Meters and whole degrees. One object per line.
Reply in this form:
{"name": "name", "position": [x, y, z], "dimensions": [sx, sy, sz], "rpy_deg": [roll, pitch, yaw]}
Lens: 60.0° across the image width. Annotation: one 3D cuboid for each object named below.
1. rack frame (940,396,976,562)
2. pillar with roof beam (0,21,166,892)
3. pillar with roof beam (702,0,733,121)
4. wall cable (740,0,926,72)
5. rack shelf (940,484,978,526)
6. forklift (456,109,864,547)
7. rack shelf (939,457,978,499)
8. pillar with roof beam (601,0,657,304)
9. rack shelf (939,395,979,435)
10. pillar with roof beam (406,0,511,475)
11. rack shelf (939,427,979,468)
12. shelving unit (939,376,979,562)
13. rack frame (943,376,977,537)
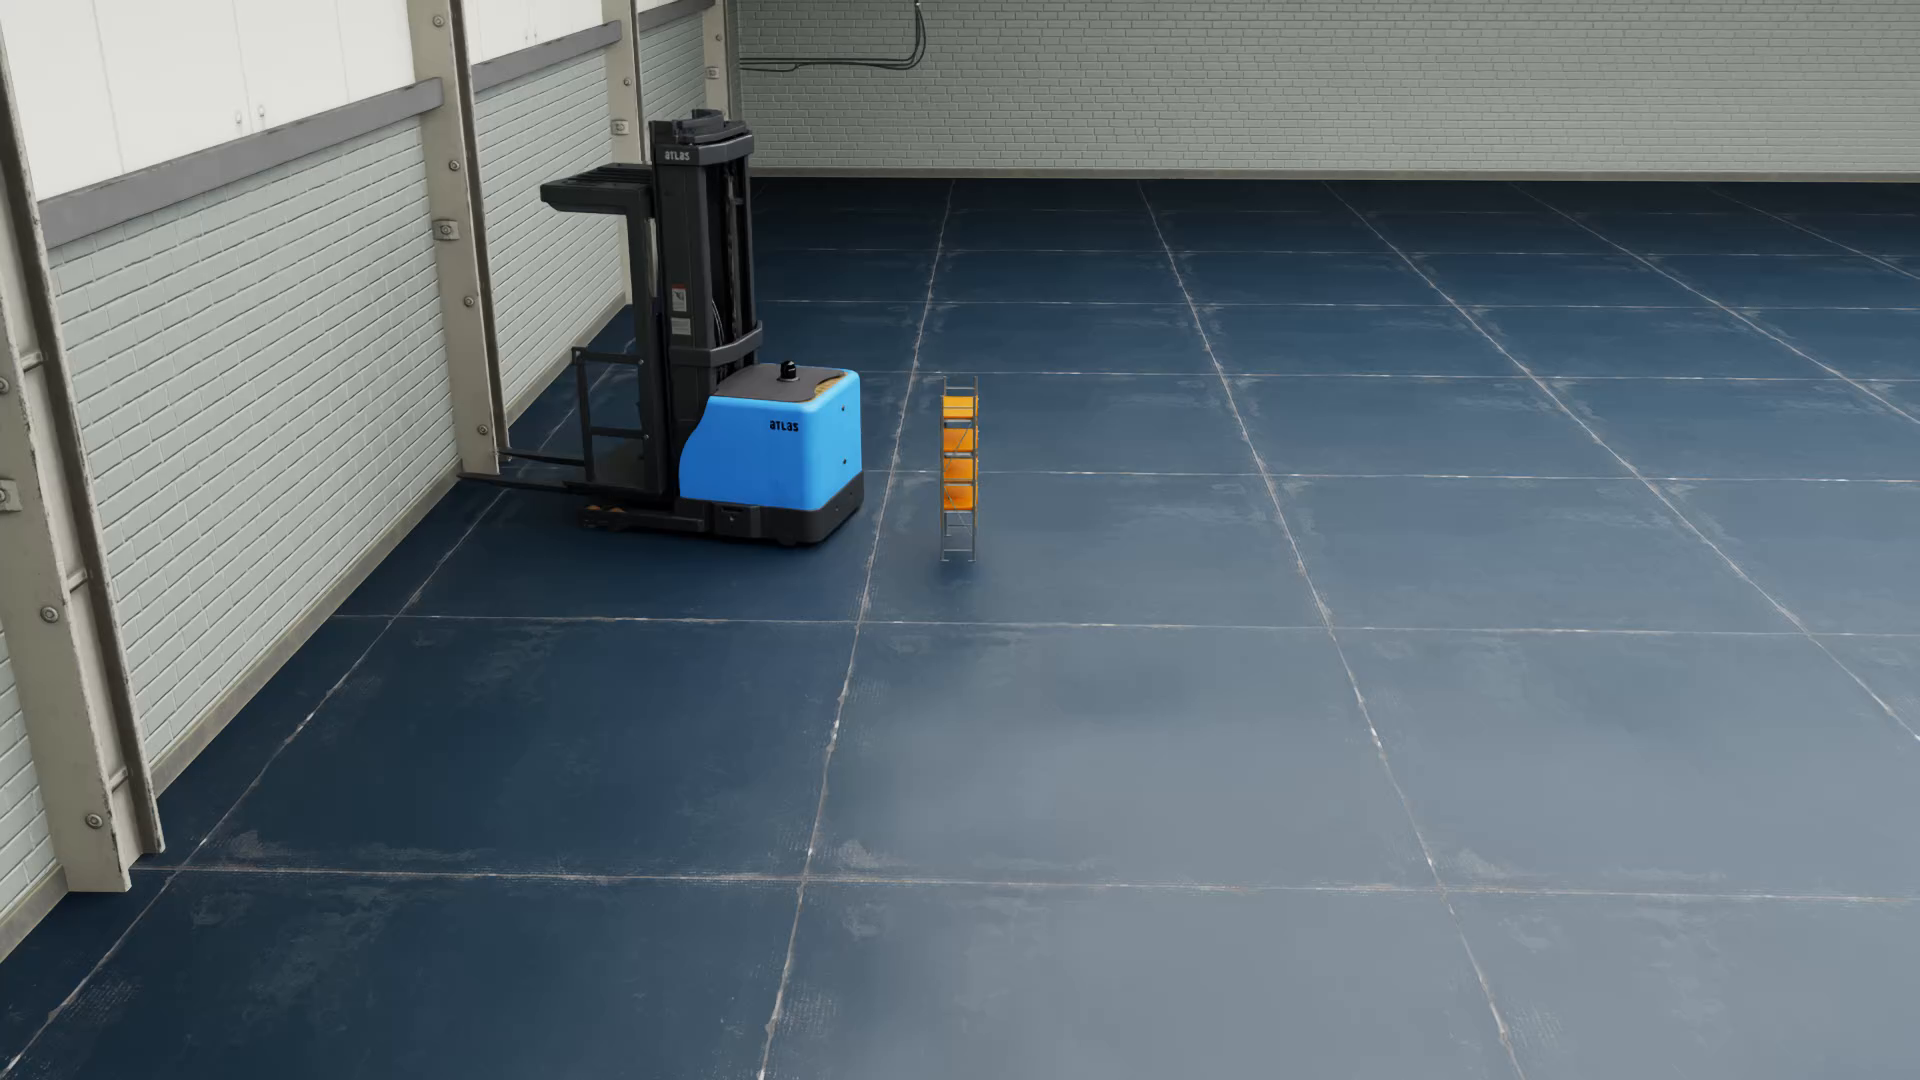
{"name": "rack frame", "position": [-0.012, -0.411, 11.430], "dimensions": [0.240, 1.200, 0.015], "rpy_deg": [1, 21, 2]}
{"name": "pillar with roof beam", "position": [0.252, -2.574, 6.221], "dimensions": [9.100, 9.000, 0.400], "rpy_deg": [1, 21, 2]}
{"name": "pillar with roof beam", "position": [0.799, -9.082, 22.995], "dimensions": [9.100, 9.000, 0.400], "rpy_deg": [1, 21, 2]}
{"name": "wall cable", "position": [-2.092, -8.732, 26.386], "dimensions": [3.097, 2.526, 0.112], "rpy_deg": [1, 21, 2]}
{"name": "rack shelf", "position": [-0.005, -0.252, 11.754], "dimensions": [0.258, 0.148, 0.480], "rpy_deg": [1, 21, 2]}
{"name": "forklift", "position": [-2.302, -1.608, 12.121], "dimensions": [3.031, 2.935, 1.130], "rpy_deg": [6, 22, 15]}
{"name": "rack shelf", "position": [-0.005, -0.437, 11.682], "dimensions": [0.258, 0.148, 0.480], "rpy_deg": [1, 21, 2]}
{"name": "pillar with roof beam", "position": [0.617, -6.912, 17.404], "dimensions": [9.100, 9.000, 0.400], "rpy_deg": [1, 21, 2]}
{"name": "rack shelf", "position": [-0.005, -0.866, 11.515], "dimensions": [0.258, 0.148, 0.480], "rpy_deg": [1, 21, 2]}
{"name": "pillar with roof beam", "position": [0.434, -4.743, 11.813], "dimensions": [9.100, 9.000, 0.400], "rpy_deg": [1, 21, 2]}
{"name": "rack shelf", "position": [-0.005, -0.645, 11.601], "dimensions": [0.258, 0.148, 0.480], "rpy_deg": [1, 21, 2]}
{"name": "shelving unit", "position": [-0.005, -0.500, 11.658], "dimensions": [0.258, 1.200, 0.503], "rpy_deg": [1, 21, 2]}
{"name": "rack frame", "position": [0.002, -0.588, 11.885], "dimensions": [0.240, 1.200, 0.015], "rpy_deg": [1, 21, 2]}
